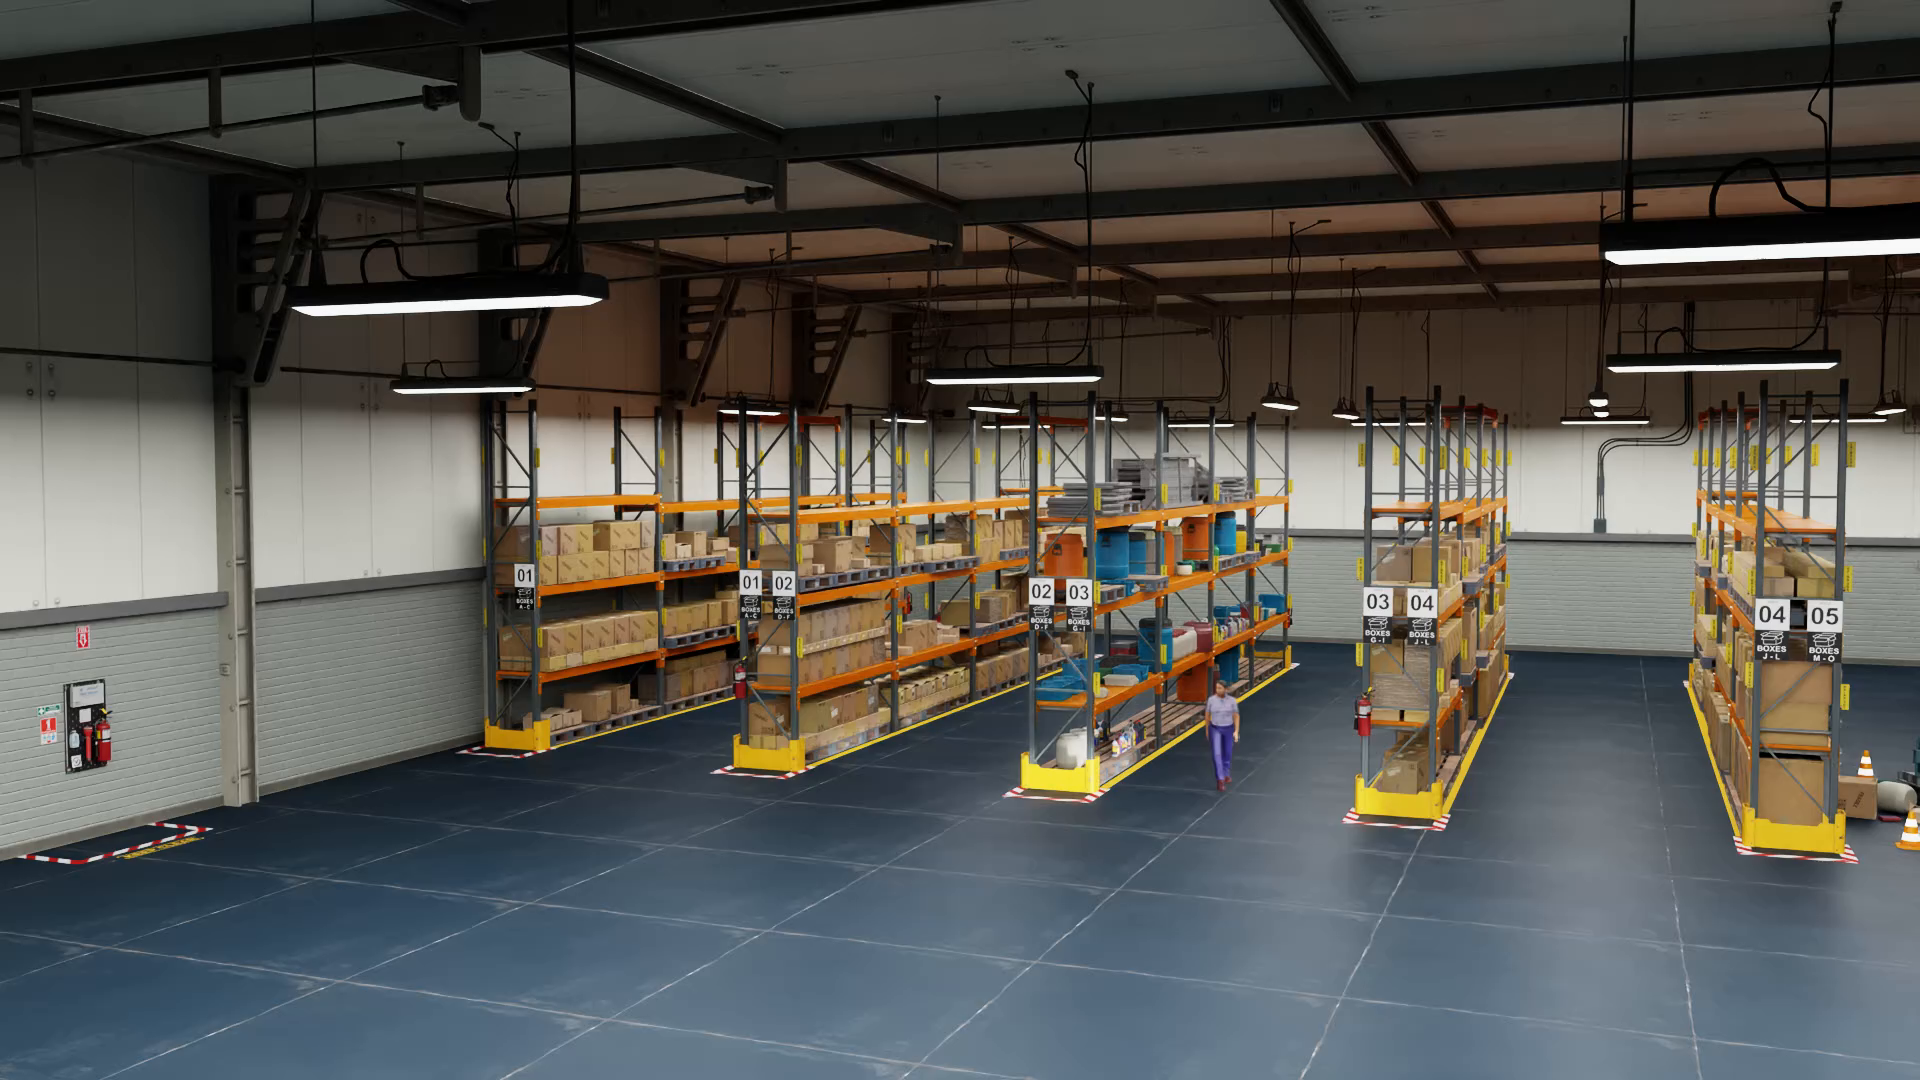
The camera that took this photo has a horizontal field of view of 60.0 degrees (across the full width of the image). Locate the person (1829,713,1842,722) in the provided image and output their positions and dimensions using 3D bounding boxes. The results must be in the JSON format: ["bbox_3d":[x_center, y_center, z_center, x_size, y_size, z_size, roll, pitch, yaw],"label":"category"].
[{"bbox_3d":[16.302,2.670,31.200,0.462,1.596,0.480,1,3,20],"label":"person"}]

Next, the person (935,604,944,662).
[{"bbox_3d":[-0.373,2.283,38.596,0.662,1.641,0.742,2,3,34],"label":"person"}]

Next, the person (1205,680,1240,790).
[{"bbox_3d":[3.997,2.930,25.268,0.508,1.608,0.930,0,3,3],"label":"person"}]
